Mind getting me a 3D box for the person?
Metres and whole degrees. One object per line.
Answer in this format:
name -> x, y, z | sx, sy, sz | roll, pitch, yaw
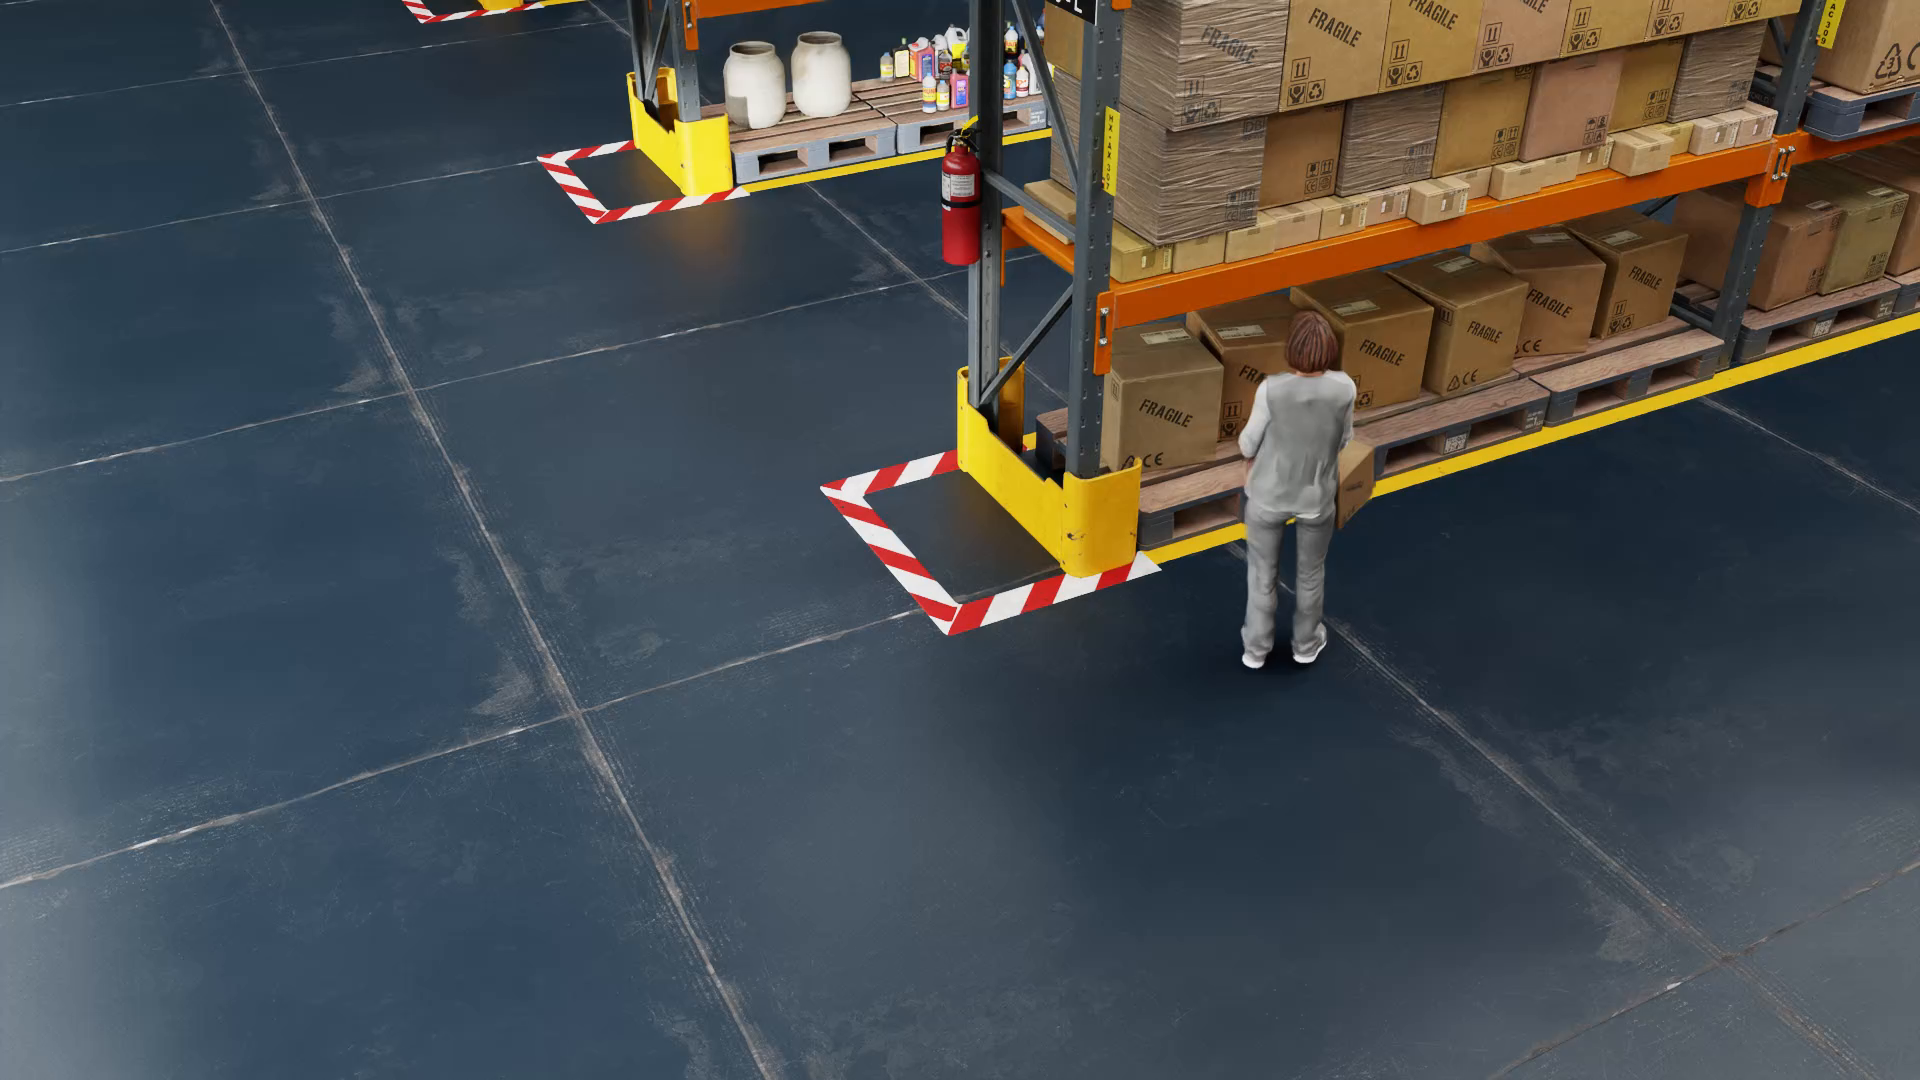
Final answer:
person -> 1.294, -0.188, 6.420 | 0.482, 1.602, 0.422 | -1, 33, -1
